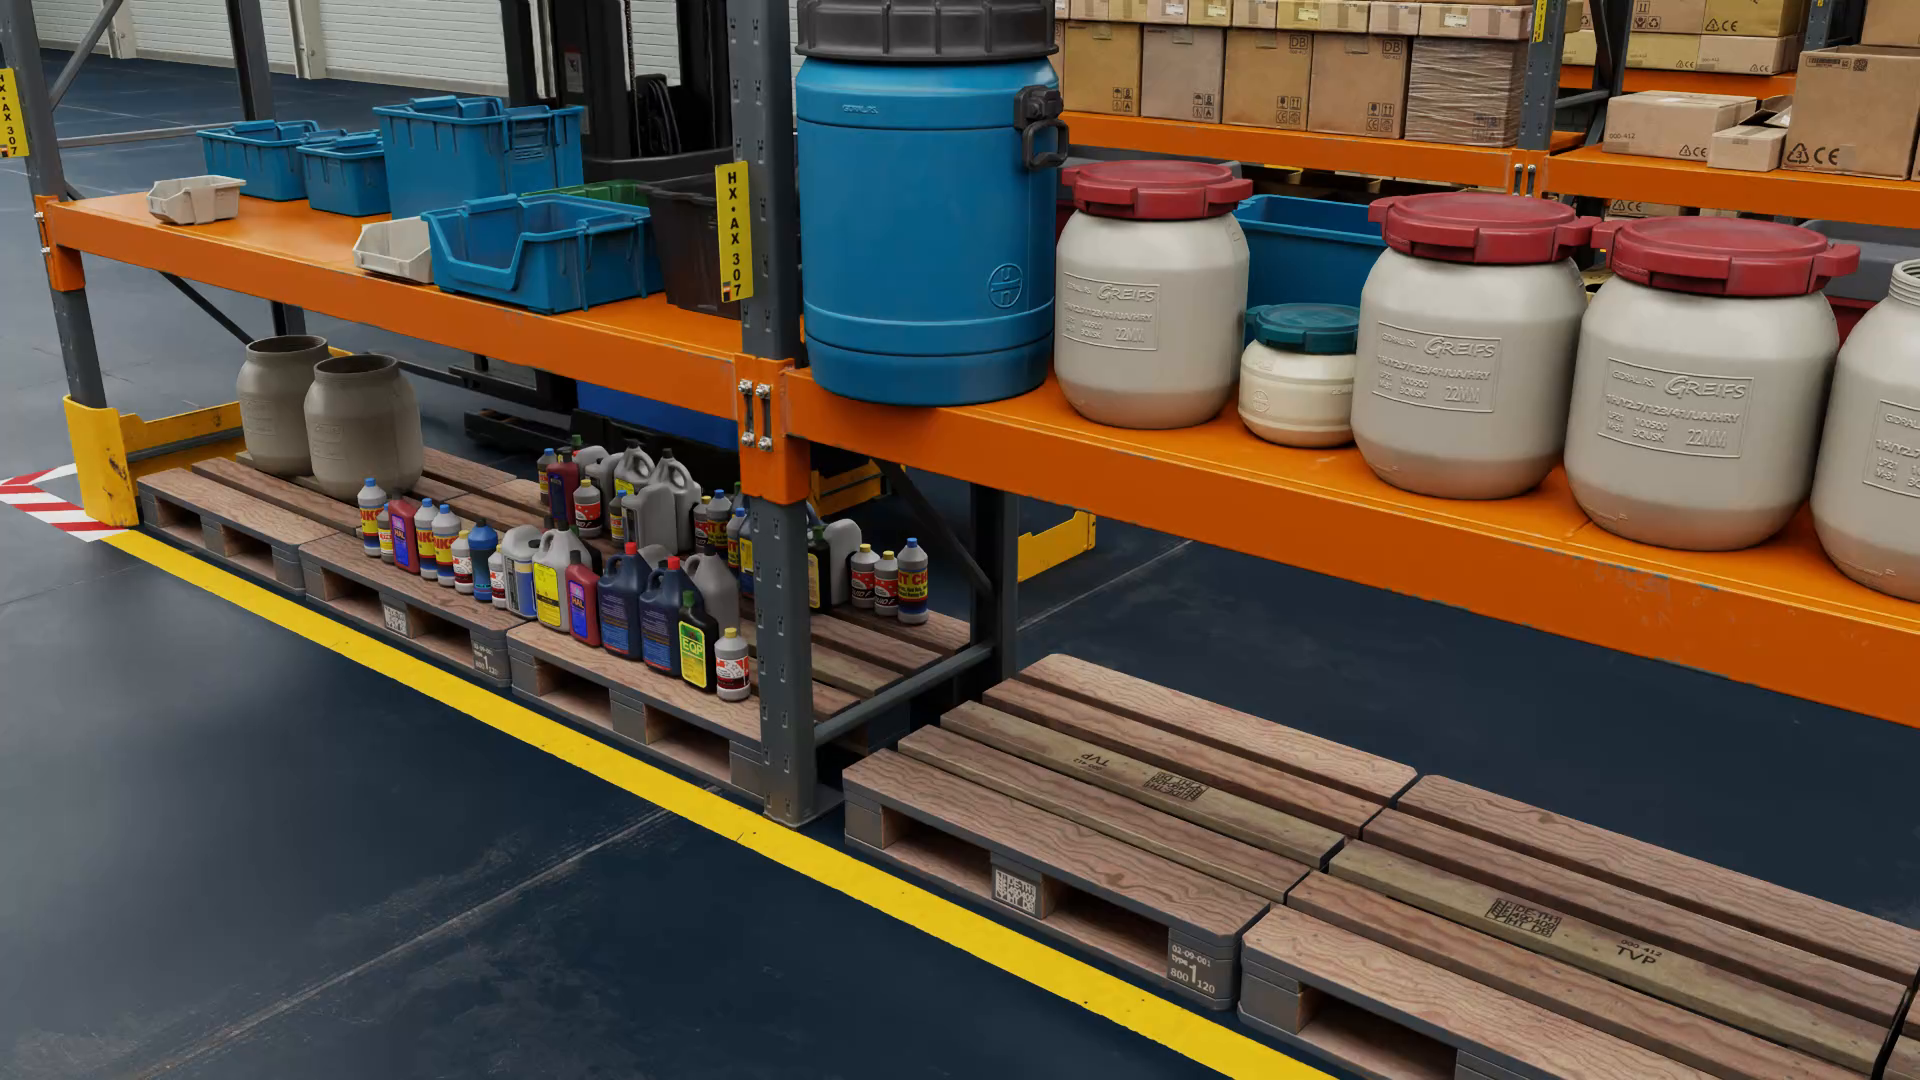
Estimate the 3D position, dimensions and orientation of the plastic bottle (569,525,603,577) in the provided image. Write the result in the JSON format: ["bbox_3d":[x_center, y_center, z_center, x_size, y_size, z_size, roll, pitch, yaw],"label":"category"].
[{"bbox_3d":[-1.217,0.097,5.386,0.133,0.283,0.061,16,26,36],"label":"plastic bottle"}]

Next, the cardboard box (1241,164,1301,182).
[{"bbox_3d":[1.628,-1.892,9.672,0.500,0.500,0.500,16,26,36],"label":"cardboard box"}]

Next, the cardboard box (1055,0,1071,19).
[{"bbox_3d":[0.614,-3.033,9.399,0.250,0.149,0.380,16,26,35],"label":"cardboard box"}]

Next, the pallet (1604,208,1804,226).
[{"bbox_3d":[5.539,-2.298,12.463,1.213,0.211,1.003,16,26,36],"label":"pallet"}]

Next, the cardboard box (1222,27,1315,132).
[{"bbox_3d":[1.806,-2.481,8.854,0.500,0.500,0.700,17,26,37],"label":"cardboard box"}]

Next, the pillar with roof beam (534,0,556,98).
[{"bbox_3d":[-7.946,-8.743,17.099,0.400,9.000,9.100,16,26,36],"label":"pillar with roof beam"}]

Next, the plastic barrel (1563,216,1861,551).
[{"bbox_3d":[1.324,-0.284,2.979,0.433,0.535,0.433,0,21,0],"label":"plastic barrel"}]

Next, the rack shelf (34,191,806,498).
[{"bbox_3d":[-1.732,-0.864,5.728,4.000,0.370,1.077,16,26,36],"label":"rack shelf"}]

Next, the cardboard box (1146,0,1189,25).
[{"bbox_3d":[1.212,-2.861,8.942,0.250,0.149,0.380,16,26,37],"label":"cardboard box"}]

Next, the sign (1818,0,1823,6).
[{"bbox_3d":[5.745,-3.718,11.049,0.005,0.325,0.100,16,26,36],"label":"sign"}]

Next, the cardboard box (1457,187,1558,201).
[{"bbox_3d":[2.791,-1.558,8.786,0.500,0.500,0.500,16,26,36],"label":"cardboard box"}]

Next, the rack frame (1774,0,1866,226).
[{"bbox_3d":[6.082,-3.463,11.599,0.127,3.000,1.000,16,26,36],"label":"rack frame"}]

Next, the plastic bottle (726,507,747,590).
[{"bbox_3d":[-0.734,0.023,5.598,0.097,0.271,0.097,0,21,0],"label":"plastic bottle"}]

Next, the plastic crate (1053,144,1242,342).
[{"bbox_3d":[0.386,-0.760,4.342,0.583,0.464,0.402,16,26,36],"label":"plastic crate"}]

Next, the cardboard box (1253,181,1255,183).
[{"bbox_3d":[1.289,-1.745,9.284,0.500,0.500,0.500,16,26,36],"label":"cardboard box"}]

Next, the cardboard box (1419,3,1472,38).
[{"bbox_3d":[2.416,-2.516,8.027,0.250,0.149,0.380,15,26,35],"label":"cardboard box"}]

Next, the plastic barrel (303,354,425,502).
[{"bbox_3d":[-2.335,-0.442,6.519,0.421,0.512,0.421,0,21,0],"label":"plastic barrel"}]

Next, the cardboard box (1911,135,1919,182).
[{"bbox_3d":[4.333,-1.749,6.914,0.500,0.500,0.500,16,26,36],"label":"cardboard box"}]

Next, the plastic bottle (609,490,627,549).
[{"bbox_3d":[-1.207,-0.080,5.972,0.097,0.201,0.097,0,21,0],"label":"plastic bottle"}]

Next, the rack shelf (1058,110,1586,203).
[{"bbox_3d":[1.403,-2.217,9.316,4.000,0.370,1.077,16,26,36],"label":"rack shelf"}]

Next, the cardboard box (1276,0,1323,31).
[{"bbox_3d":[1.819,-2.688,8.483,0.250,0.149,0.380,16,26,36],"label":"cardboard box"}]

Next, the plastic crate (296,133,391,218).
[{"bbox_3d":[-2.205,-1.401,6.343,0.408,0.251,0.499,16,26,36],"label":"plastic crate"}]

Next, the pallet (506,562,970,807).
[{"bbox_3d":[-0.676,0.389,5.337,1.213,0.211,1.003,16,26,36],"label":"pallet"}]

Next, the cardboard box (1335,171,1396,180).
[{"bbox_3d":[3.462,-3.124,13.888,0.500,0.311,0.500,13,24,30],"label":"cardboard box"}]

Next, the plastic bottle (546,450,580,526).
[{"bbox_3d":[-1.470,-0.199,6.171,0.133,0.283,0.061,16,26,36],"label":"plastic bottle"}]

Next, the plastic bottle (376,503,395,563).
[{"bbox_3d":[-1.993,-0.031,5.841,0.097,0.201,0.097,0,21,0],"label":"plastic bottle"}]

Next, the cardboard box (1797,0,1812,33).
[{"bbox_3d":[5.850,-3.915,11.919,0.500,0.500,0.500,15,26,35],"label":"cardboard box"}]

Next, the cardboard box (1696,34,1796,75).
[{"bbox_3d":[5.523,-3.425,11.683,0.500,0.250,0.500,16,26,36],"label":"cardboard box"}]

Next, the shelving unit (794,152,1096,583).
[{"bbox_3d":[-0.059,-0.719,6.449,1.083,1.500,0.587,16,26,36],"label":"shelving unit"}]

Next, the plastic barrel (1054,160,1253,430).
[{"bbox_3d":[0.420,-0.545,3.669,0.433,0.535,0.433,0,21,0],"label":"plastic barrel"}]

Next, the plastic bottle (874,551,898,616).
[{"bbox_3d":[-0.231,0.135,5.400,0.097,0.201,0.097,0,21,0],"label":"plastic bottle"}]

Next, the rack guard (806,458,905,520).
[{"bbox_3d":[-0.445,-0.245,6.964,0.087,0.250,0.587,16,26,36],"label":"rack guard"}]

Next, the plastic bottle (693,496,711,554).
[{"bbox_3d":[-0.896,-0.056,5.908,0.097,0.201,0.097,0,21,0],"label":"plastic bottle"}]

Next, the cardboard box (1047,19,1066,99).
[{"bbox_3d":[0.617,-2.823,9.762,0.500,0.500,0.700,17,26,38],"label":"cardboard box"}]

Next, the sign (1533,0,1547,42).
[{"bbox_3d":[2.603,-2.398,7.436,0.005,0.325,0.100,16,26,36],"label":"sign"}]

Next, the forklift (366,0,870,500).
[{"bbox_3d":[-1.707,-1.899,7.551,3.031,2.935,1.130,16,26,36],"label":"forklift"}]

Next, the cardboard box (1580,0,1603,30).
[{"bbox_3d":[4.746,-3.999,12.142,0.500,0.500,0.500,15,25,35],"label":"cardboard box"}]

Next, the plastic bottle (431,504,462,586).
[{"bbox_3d":[-1.731,0.012,5.628,0.097,0.271,0.097,0,21,0],"label":"plastic bottle"}]

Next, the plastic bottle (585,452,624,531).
[{"bbox_3d":[-1.296,-0.194,6.167,0.135,0.276,0.152,15,25,35],"label":"plastic bottle"}]

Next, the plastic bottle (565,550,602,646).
[{"bbox_3d":[-1.165,0.178,5.171,0.133,0.283,0.061,18,27,40],"label":"plastic bottle"}]

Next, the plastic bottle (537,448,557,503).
[{"bbox_3d":[-1.581,-0.254,6.432,0.097,0.201,0.097,0,21,0],"label":"plastic bottle"}]

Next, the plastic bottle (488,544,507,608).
[{"bbox_3d":[-1.495,0.113,5.460,0.097,0.201,0.097,0,21,0],"label":"plastic bottle"}]

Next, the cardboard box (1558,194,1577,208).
[{"bbox_3d":[4.855,-2.697,12.986,0.250,0.149,0.380,14,25,32],"label":"cardboard box"}]

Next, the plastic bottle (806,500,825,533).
[{"bbox_3d":[-0.545,-0.014,5.586,0.185,0.351,0.144,17,26,38],"label":"plastic bottle"}]

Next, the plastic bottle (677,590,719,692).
[{"bbox_3d":[-0.764,0.293,4.865,0.133,0.283,0.061,18,27,39],"label":"plastic bottle"}]

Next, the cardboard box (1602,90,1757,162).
[{"bbox_3d":[3.362,-1.940,7.773,0.500,0.250,0.500,18,27,40],"label":"cardboard box"}]

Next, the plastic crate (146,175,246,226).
[{"bbox_3d":[-2.791,-1.236,6.068,0.250,0.136,0.298,16,26,36],"label":"plastic crate"}]

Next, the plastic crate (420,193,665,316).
[{"bbox_3d":[-1.211,-0.858,4.902,0.616,0.251,0.499,16,26,36],"label":"plastic crate"}]

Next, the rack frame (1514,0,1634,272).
[{"bbox_3d":[2.953,-2.108,8.006,0.127,3.000,1.000,16,26,36],"label":"rack frame"}]
